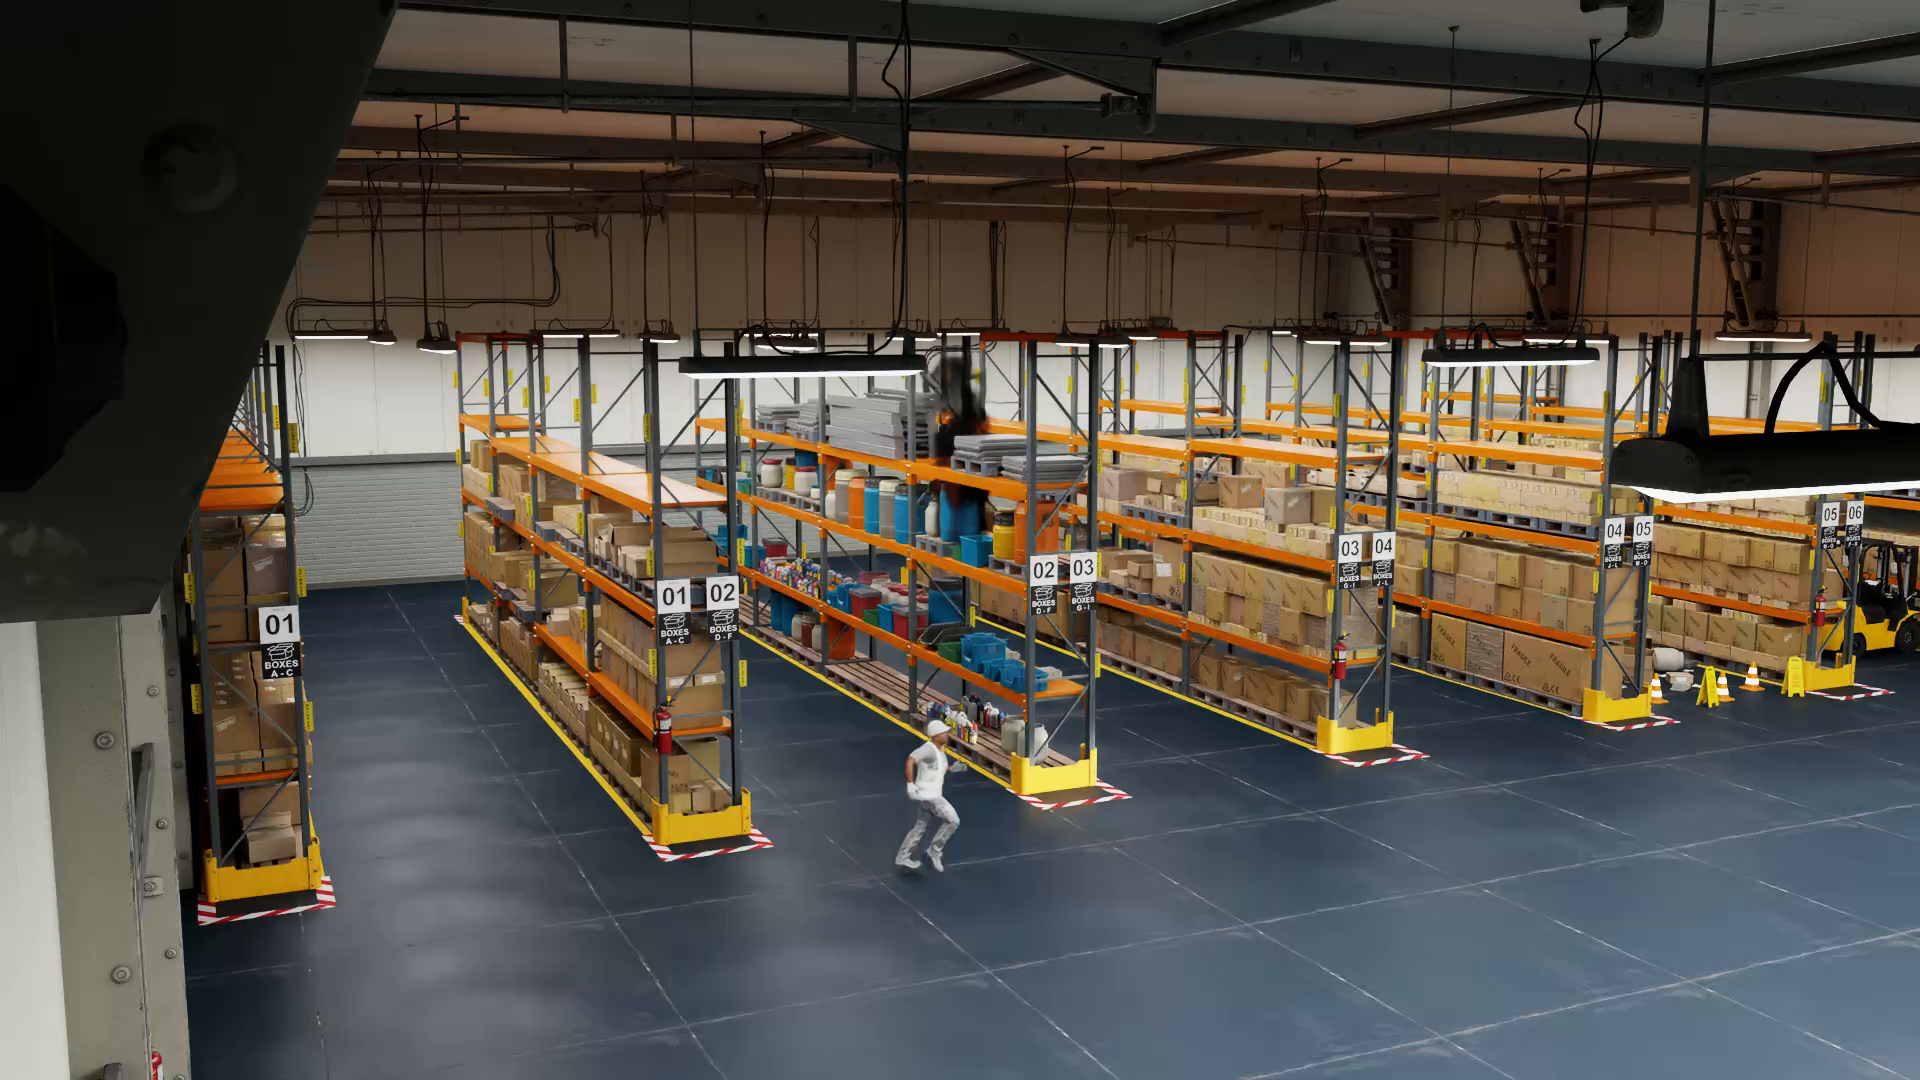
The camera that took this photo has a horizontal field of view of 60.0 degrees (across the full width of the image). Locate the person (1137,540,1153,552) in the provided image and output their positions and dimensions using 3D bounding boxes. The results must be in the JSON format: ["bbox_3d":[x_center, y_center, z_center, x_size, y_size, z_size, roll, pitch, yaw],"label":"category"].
[{"bbox_3d":[4.810,-0.273,42.662,0.569,1.732,0.651,-6,10,-39],"label":"person"}]

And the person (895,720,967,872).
[{"bbox_3d":[-0.335,2.913,18.900,0.822,1.763,0.718,1,8,5],"label":"person"}]
